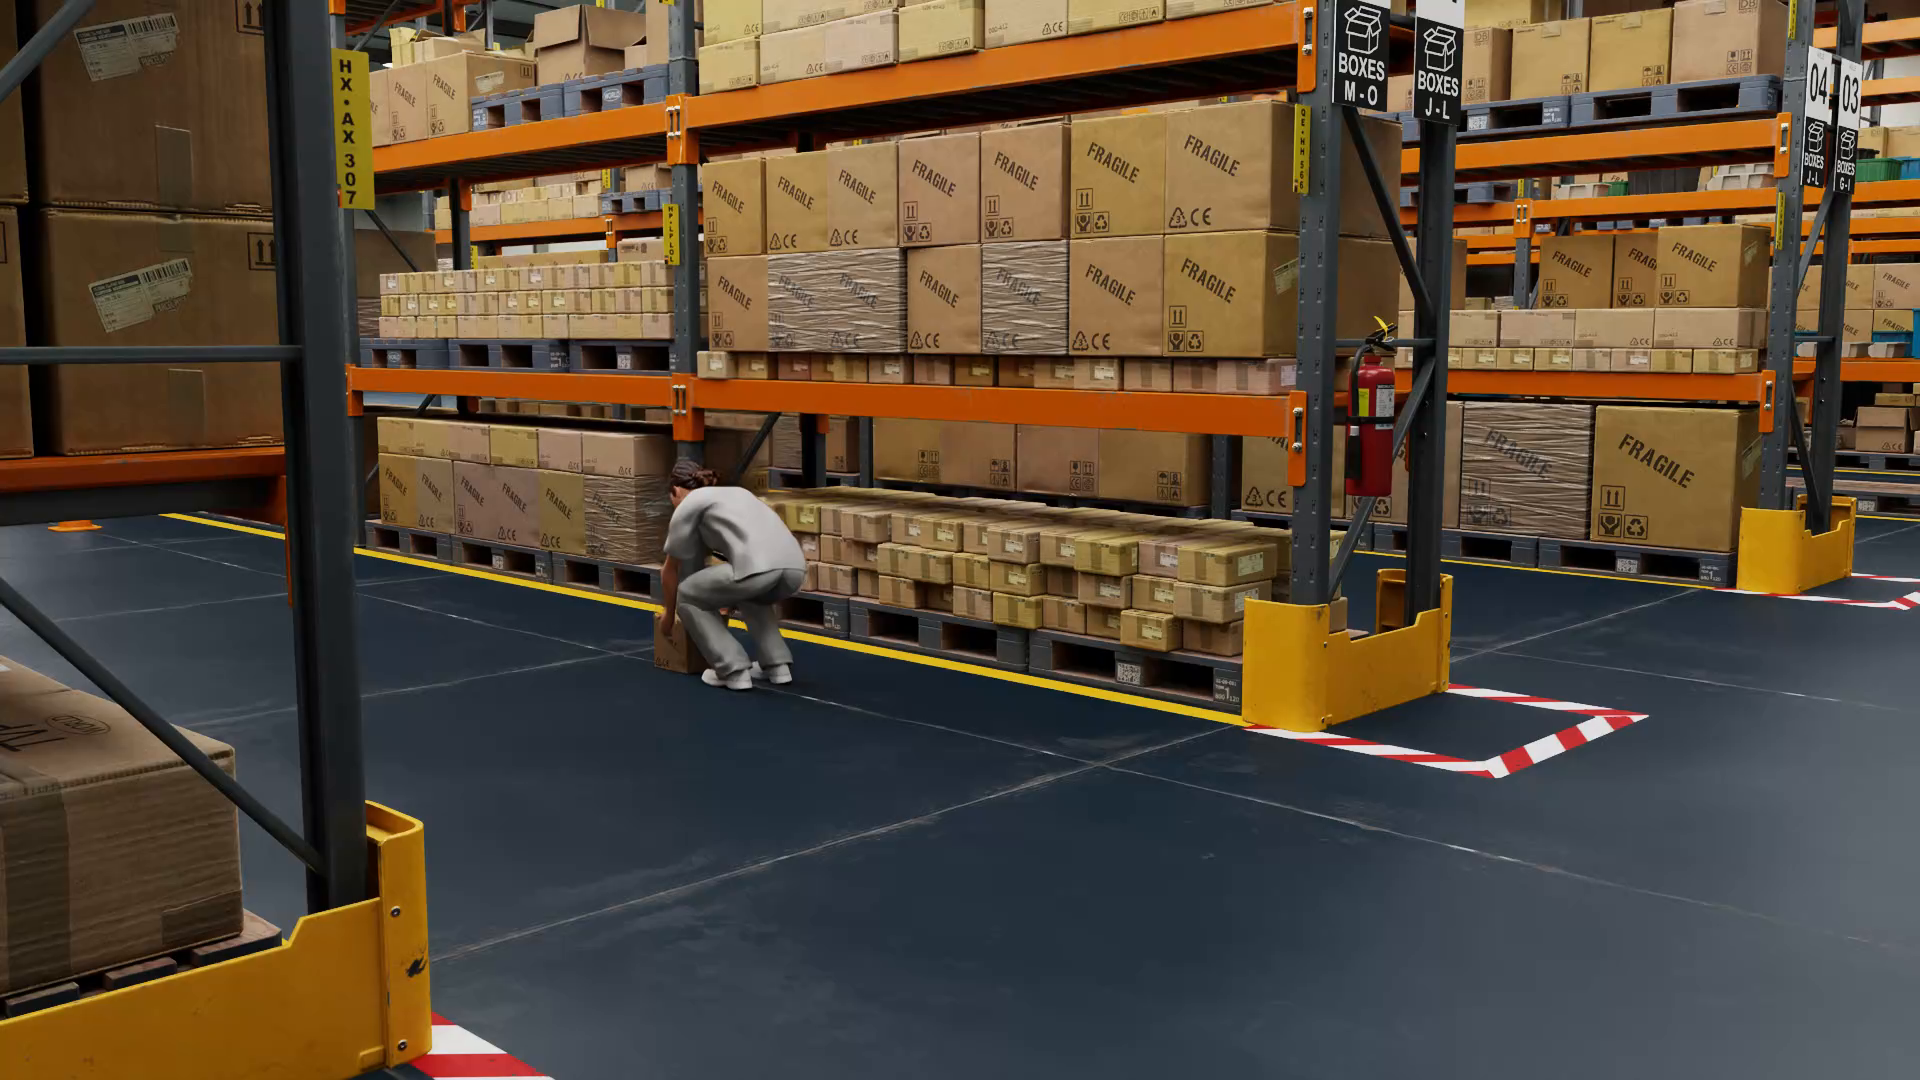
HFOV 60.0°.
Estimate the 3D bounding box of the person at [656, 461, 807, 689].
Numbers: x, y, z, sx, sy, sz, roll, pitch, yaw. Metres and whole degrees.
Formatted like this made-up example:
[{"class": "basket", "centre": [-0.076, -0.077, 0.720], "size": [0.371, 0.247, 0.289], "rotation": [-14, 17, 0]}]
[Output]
[{"class": "person", "centre": [-1.032, 0.149, 7.418], "size": [0.488, 0.974, 0.787], "rotation": [-6, 9, -40]}]
